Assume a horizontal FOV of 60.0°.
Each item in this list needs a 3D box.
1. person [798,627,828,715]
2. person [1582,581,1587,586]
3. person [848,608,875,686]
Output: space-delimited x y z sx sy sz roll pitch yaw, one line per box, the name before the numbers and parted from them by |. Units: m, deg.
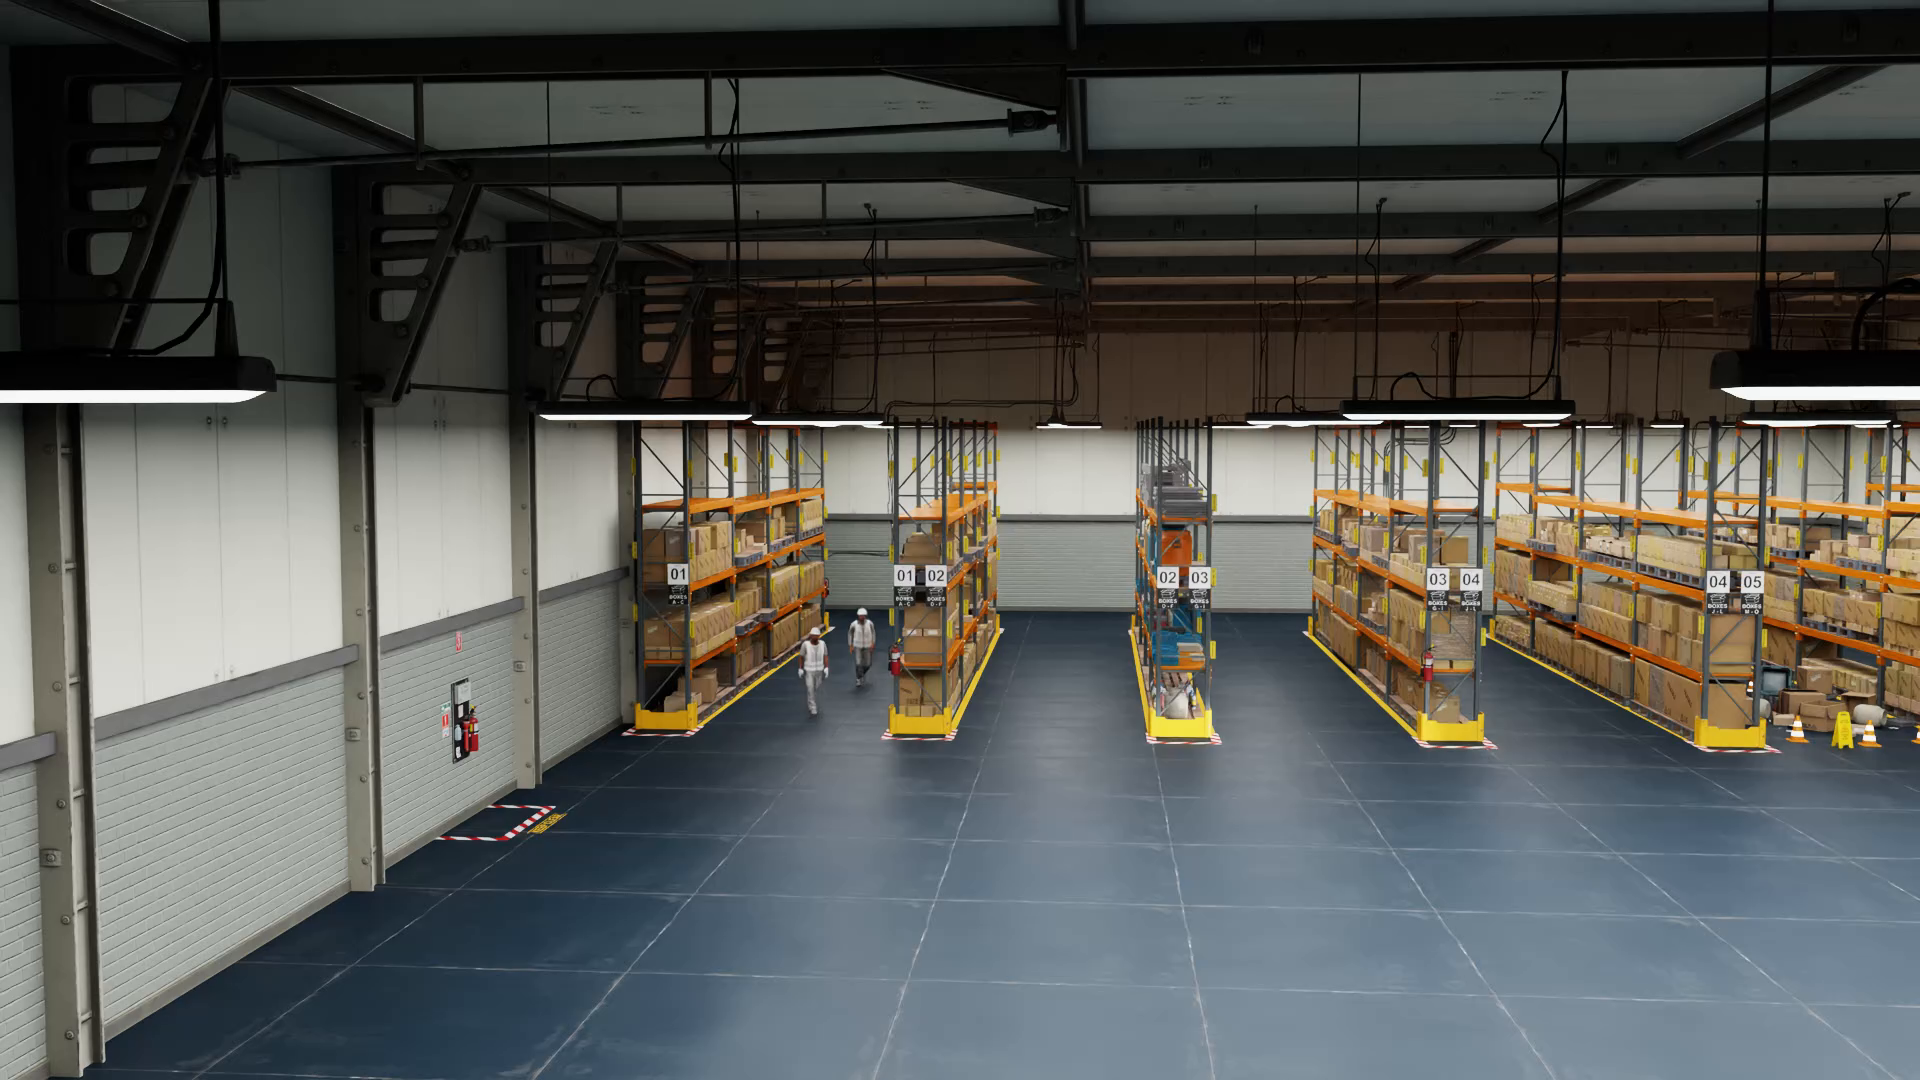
person | -2.933 2.629 33.662 0.574 1.721 1.031 -2 4 -28
person | 17.064 1.951 45.226 0.523 1.679 0.438 -2 4 -23
person | -2.230 2.400 37.594 0.632 1.758 0.612 -1 4 -12
